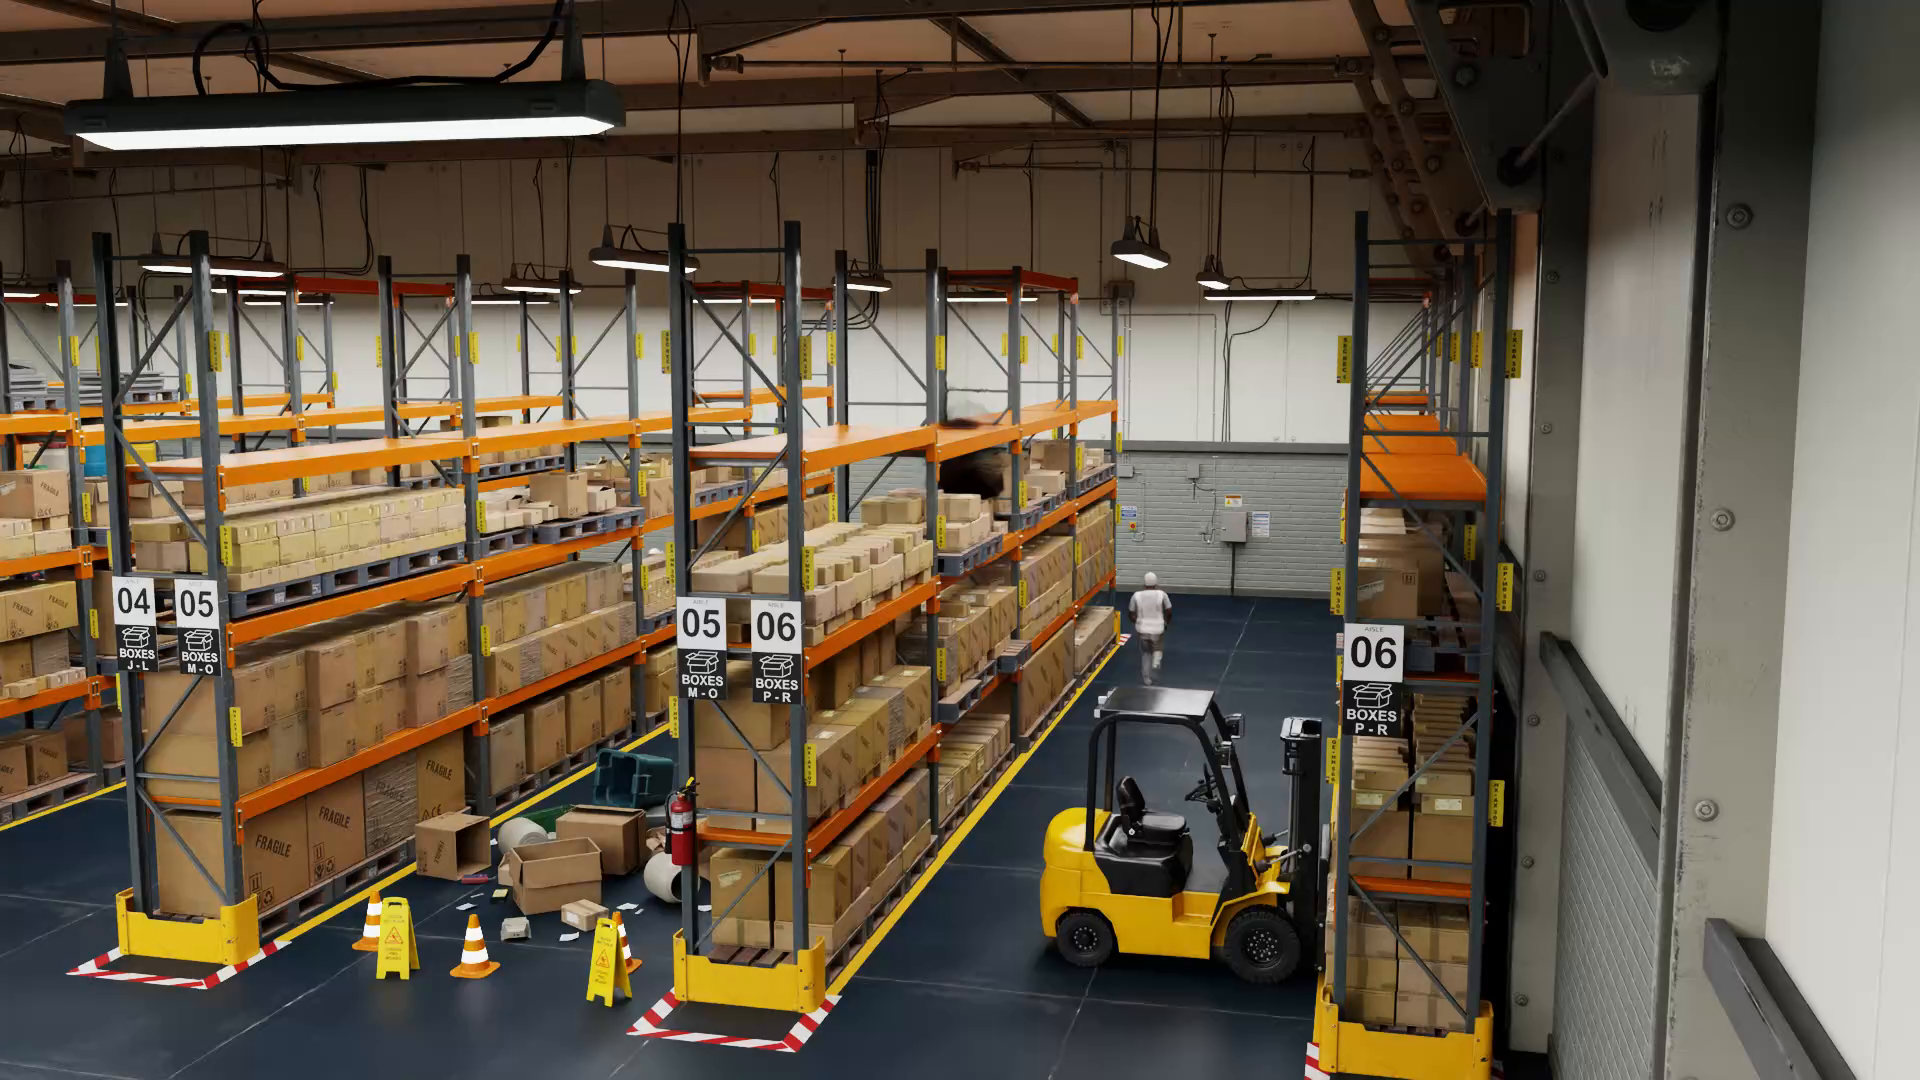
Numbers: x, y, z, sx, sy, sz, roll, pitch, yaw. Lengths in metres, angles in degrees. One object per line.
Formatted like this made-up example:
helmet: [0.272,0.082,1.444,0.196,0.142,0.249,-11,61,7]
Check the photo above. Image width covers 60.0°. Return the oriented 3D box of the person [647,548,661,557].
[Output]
person: [-5.003,0.995,27.294,0.661,1.732,0.597,1,7,8]

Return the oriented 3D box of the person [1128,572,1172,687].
person: [2.810,1.331,24.561,0.652,1.716,0.563,1,7,10]
